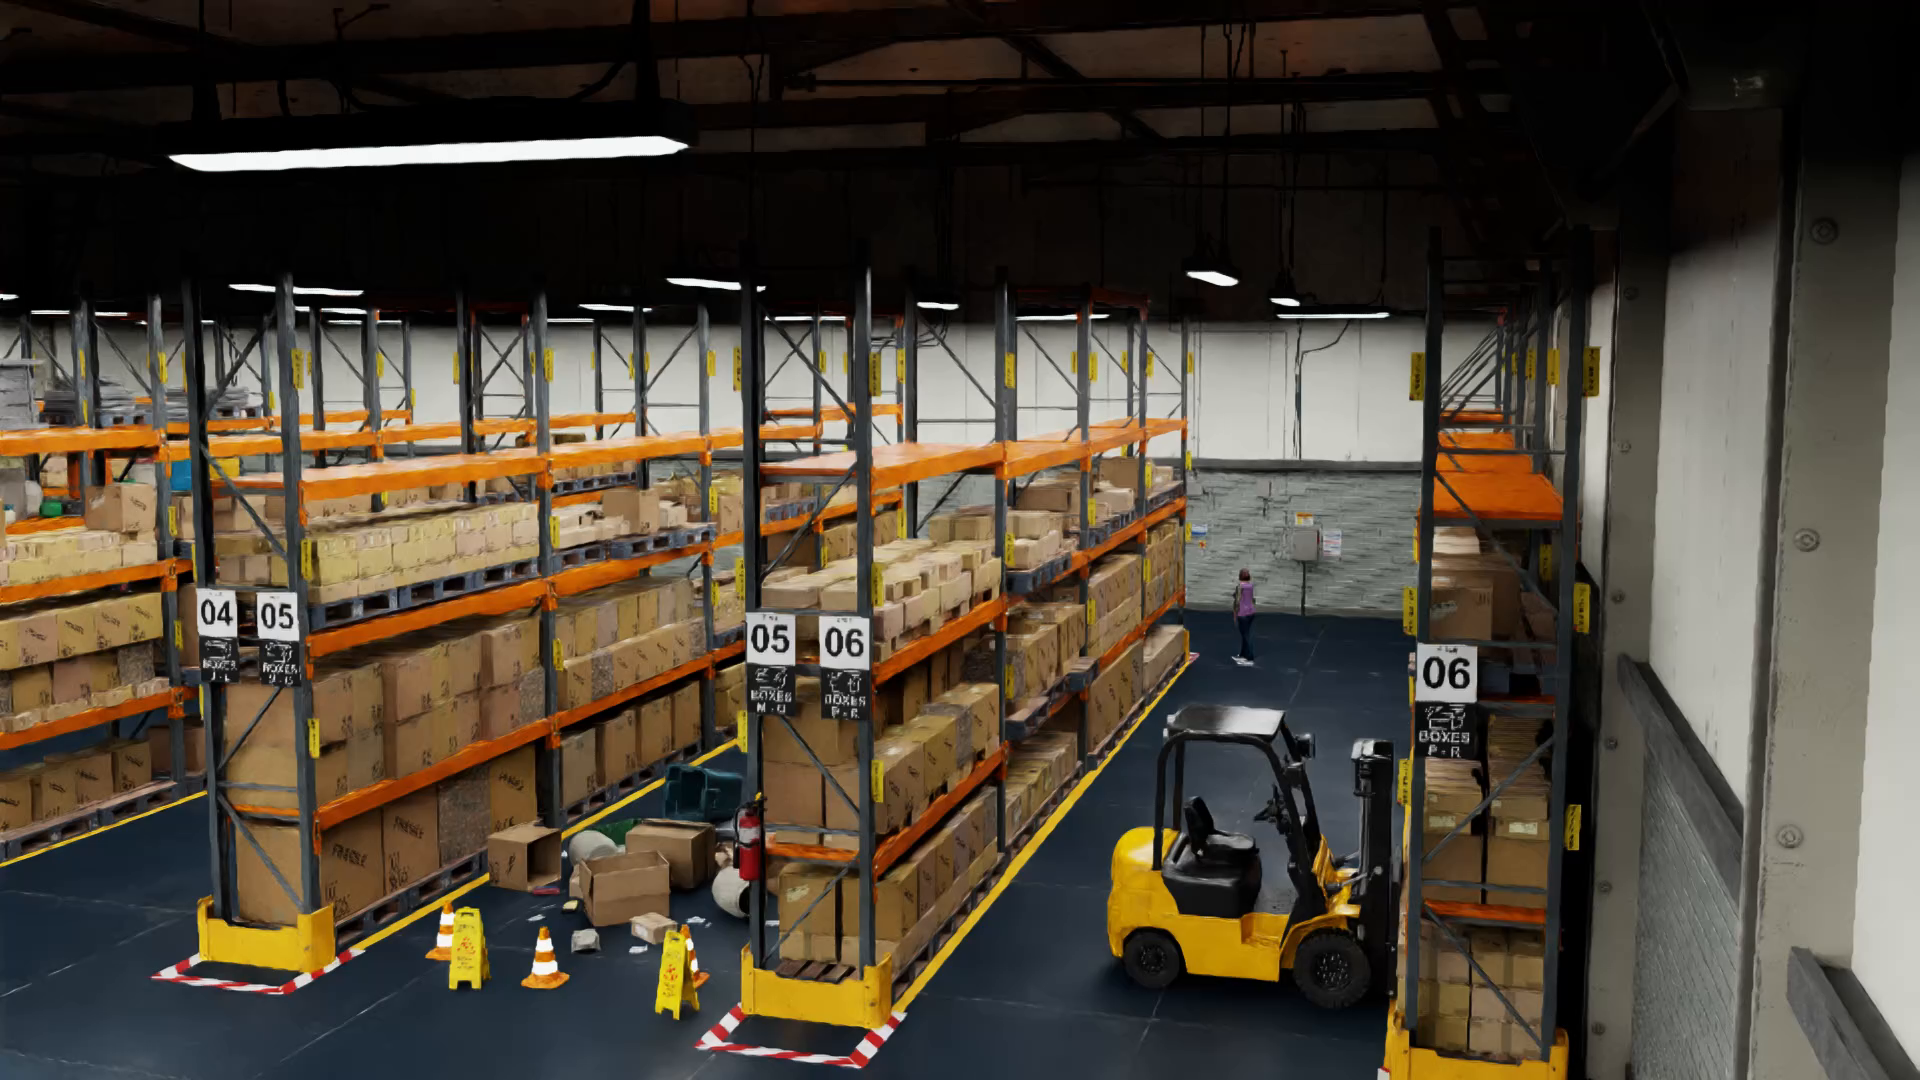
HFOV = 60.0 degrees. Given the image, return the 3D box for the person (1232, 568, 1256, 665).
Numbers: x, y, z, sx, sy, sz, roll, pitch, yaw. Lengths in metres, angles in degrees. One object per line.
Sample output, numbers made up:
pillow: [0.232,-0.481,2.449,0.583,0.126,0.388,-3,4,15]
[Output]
person: [4.738,1.258,27.752,0.534,1.589,0.514,6,9,42]
